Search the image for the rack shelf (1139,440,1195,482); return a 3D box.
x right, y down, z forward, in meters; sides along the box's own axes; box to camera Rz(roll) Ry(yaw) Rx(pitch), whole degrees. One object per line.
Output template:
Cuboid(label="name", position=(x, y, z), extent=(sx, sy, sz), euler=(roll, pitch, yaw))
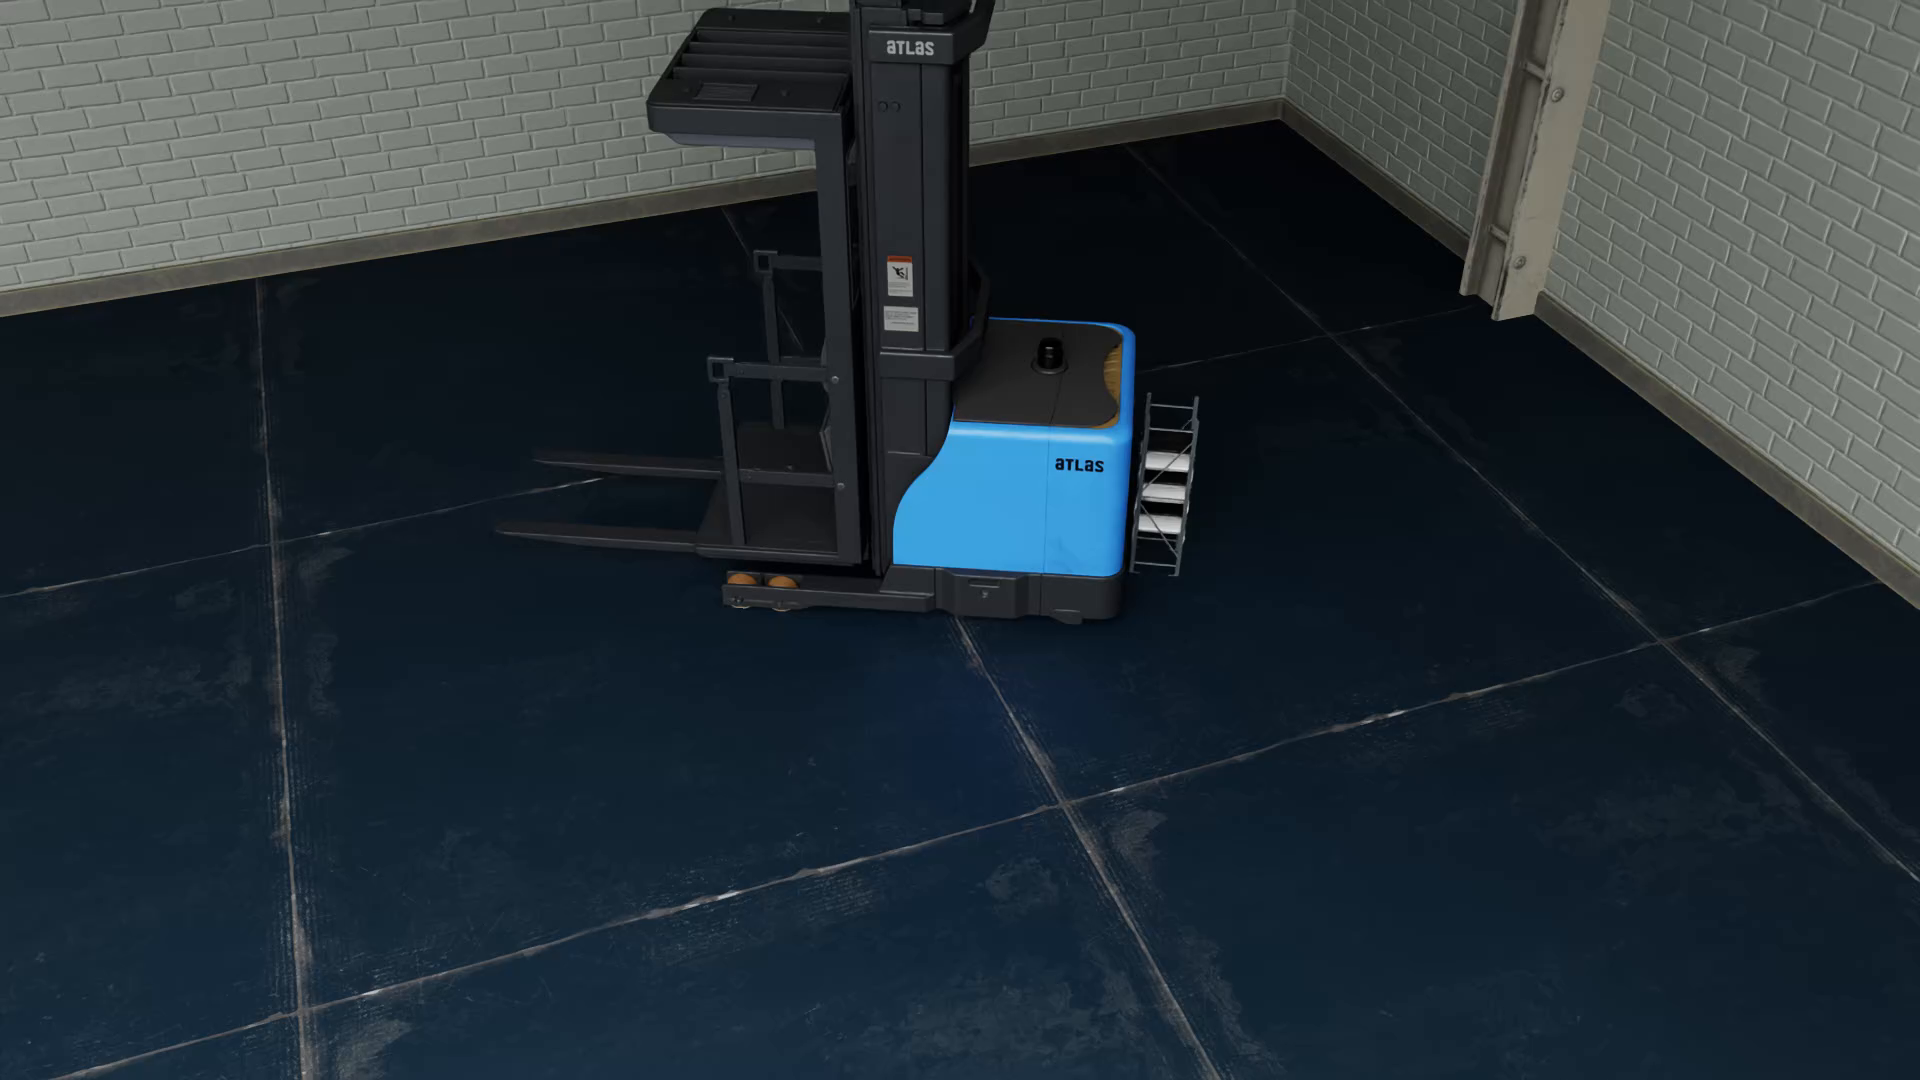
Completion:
Cuboid(label="rack shelf", position=(0.968, -0.370, 7.804), extent=(0.258, 0.077, 0.200), euler=(5, 37, 4))

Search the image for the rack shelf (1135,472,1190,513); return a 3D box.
Cuboid(label="rack shelf", position=(0.964, -0.227, 7.913), extent=(0.258, 0.077, 0.200), euler=(5, 37, 4))

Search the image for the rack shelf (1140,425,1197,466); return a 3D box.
Cuboid(label="rack shelf", position=(0.971, -0.442, 7.750), extent=(0.258, 0.077, 0.200), euler=(5, 37, 4))

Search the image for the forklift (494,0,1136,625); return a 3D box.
Cuboid(label="forklift", position=(-0.705, -1.146, 7.395), extent=(3.031, 2.935, 1.130), euler=(4, 37, 5))

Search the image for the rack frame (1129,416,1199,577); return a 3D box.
Cuboid(label="rack frame", position=(0.953, -0.192, 7.812), extent=(0.240, 0.900, 0.006), euler=(5, 37, 4))

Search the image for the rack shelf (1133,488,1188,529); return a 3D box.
Cuboid(label="rack shelf", position=(0.961, -0.155, 7.967), extent=(0.258, 0.077, 0.200), euler=(5, 37, 4))

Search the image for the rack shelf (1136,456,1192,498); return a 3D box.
Cuboid(label="rack shelf", position=(0.966, -0.298, 7.859), extent=(0.258, 0.077, 0.200), euler=(5, 37, 4))

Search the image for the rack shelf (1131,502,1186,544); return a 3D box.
Cuboid(label="rack shelf", position=(0.959, -0.083, 8.022), extent=(0.258, 0.077, 0.200), euler=(5, 37, 4))

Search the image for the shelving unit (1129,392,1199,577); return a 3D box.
Cuboid(label="shelving unit", position=(0.965, -0.253, 7.893), extent=(0.258, 0.900, 0.210), euler=(5, 37, 4))

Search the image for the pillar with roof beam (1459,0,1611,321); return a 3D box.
Cuboid(label="pillar with roof beam", position=(-0.723, -4.171, 6.368), extent=(9.100, 9.000, 0.400), euler=(-12, 39, -16))

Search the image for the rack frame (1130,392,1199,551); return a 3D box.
Cuboid(label="rack frame", position=(0.976, -0.314, 7.973), extent=(0.240, 0.900, 0.006), euler=(5, 37, 4))
